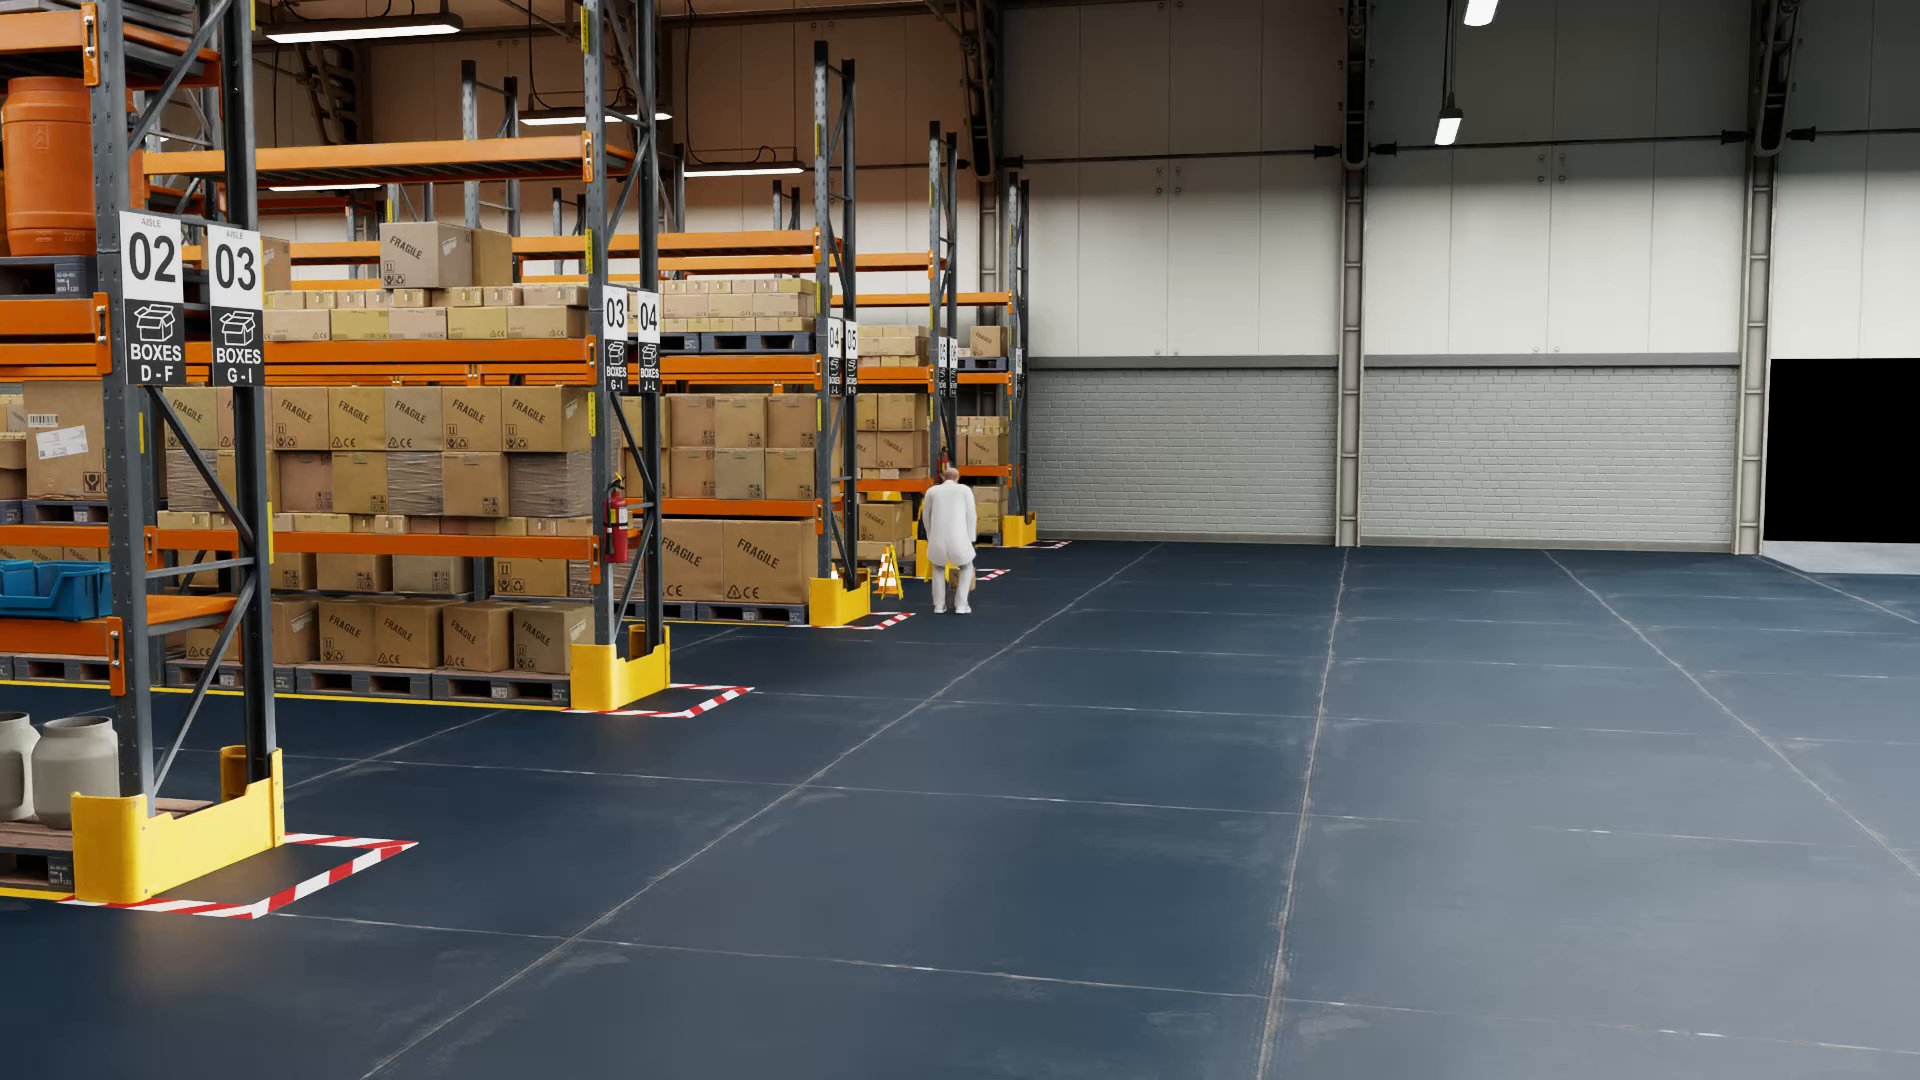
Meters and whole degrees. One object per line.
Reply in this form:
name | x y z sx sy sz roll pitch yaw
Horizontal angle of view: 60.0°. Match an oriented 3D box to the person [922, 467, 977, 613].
person | -0.126 0.006 18.459 0.618 1.612 0.555 1 5 14
